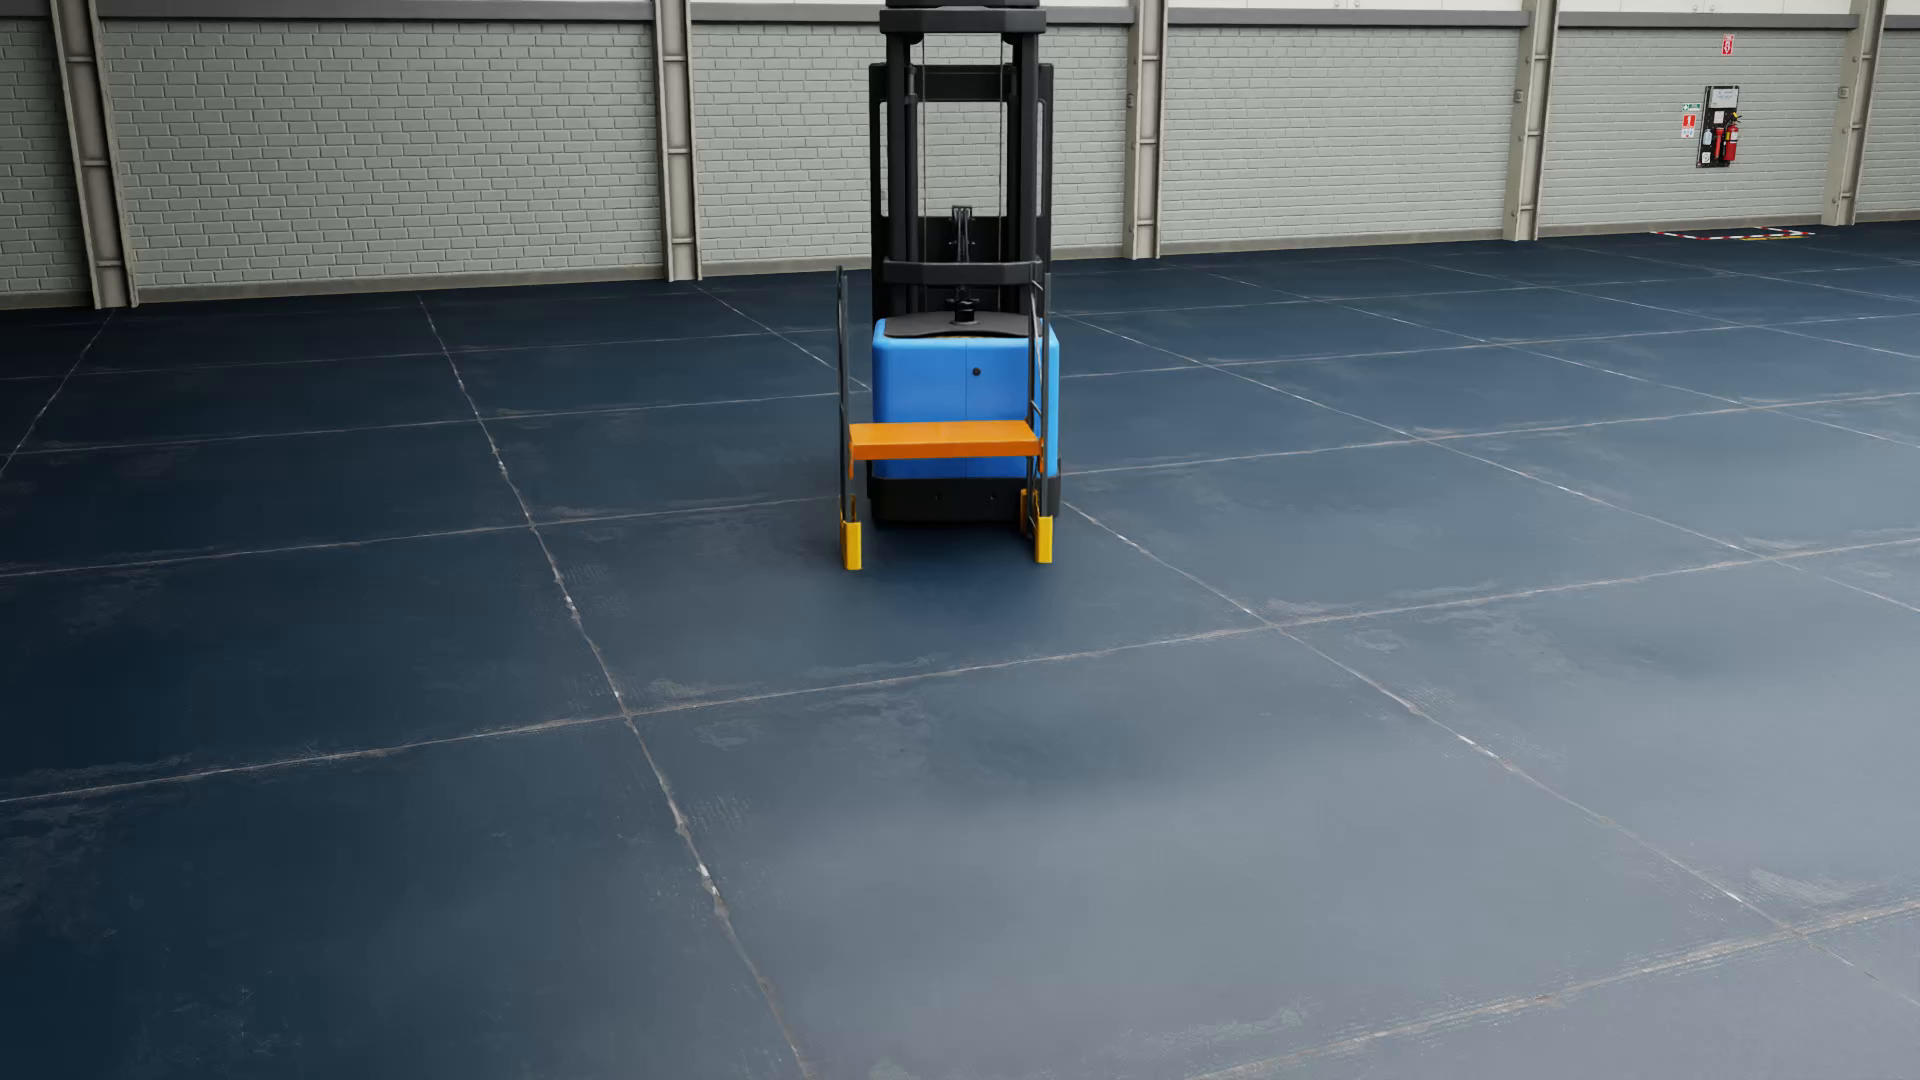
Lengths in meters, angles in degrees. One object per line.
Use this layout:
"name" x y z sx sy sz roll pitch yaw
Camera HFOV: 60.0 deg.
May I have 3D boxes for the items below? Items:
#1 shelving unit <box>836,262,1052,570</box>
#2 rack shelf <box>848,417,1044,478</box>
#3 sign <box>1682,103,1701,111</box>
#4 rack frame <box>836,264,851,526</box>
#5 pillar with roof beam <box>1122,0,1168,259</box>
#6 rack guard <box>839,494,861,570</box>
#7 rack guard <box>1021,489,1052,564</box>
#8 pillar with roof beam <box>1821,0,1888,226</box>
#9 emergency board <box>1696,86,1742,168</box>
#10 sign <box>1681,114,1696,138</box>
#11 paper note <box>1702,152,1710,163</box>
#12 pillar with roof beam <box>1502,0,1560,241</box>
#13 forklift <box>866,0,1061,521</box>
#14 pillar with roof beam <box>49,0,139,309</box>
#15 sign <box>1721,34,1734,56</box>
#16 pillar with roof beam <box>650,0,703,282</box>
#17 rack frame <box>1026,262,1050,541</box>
"shelving unit" -0.087 -0.662 8.692 1.083 1.500 0.587 -2 16 -6
"rack shelf" -0.096 -0.490 8.742 1.000 0.185 0.538 -2 16 -6
"sign" 10.687 -6.320 24.294 0.331 0.109 0.001 -6 17 -20
"rack frame" -0.602 -0.646 8.637 0.032 1.500 0.500 -2 16 -6
"pillar with roof beam" 3.889 -6.855 16.469 0.400 9.000 9.100 -6 17 -20
"rack guard" -0.582 -0.047 8.815 0.087 0.250 0.587 -2 16 -6
"rack guard" 0.408 -0.078 8.922 0.087 0.250 0.587 -2 16 -6
"pillar with roof beam" 15.095 -8.064 20.589 0.400 9.000 9.100 -6 17 -20
"emergency board" 11.233 -6.080 24.477 0.643 1.169 0.194 -6 17 -20
"sign" 10.680 -6.068 24.375 0.234 0.329 0.001 -6 17 -20
"paper note" 11.043 -5.657 24.603 0.142 0.148 0.016 -6 17 -20
"pillar with roof beam" 9.492 -7.460 18.529 0.400 9.000 9.100 -6 17 -20
"forklift" 0.001 -1.873 10.274 1.130 2.935 3.031 0 16 -1
"pillar with roof beam" -7.316 -5.645 12.349 0.400 9.000 9.100 -6 17 -20
"sign" 11.190 -7.217 24.237 0.199 0.298 0.001 -6 17 -20
"pillar with roof beam" -1.713 -6.250 14.409 0.400 9.000 9.100 -6 17 -20
"rack frame" 0.409 -0.678 8.746 0.032 1.500 0.500 -2 16 -6
